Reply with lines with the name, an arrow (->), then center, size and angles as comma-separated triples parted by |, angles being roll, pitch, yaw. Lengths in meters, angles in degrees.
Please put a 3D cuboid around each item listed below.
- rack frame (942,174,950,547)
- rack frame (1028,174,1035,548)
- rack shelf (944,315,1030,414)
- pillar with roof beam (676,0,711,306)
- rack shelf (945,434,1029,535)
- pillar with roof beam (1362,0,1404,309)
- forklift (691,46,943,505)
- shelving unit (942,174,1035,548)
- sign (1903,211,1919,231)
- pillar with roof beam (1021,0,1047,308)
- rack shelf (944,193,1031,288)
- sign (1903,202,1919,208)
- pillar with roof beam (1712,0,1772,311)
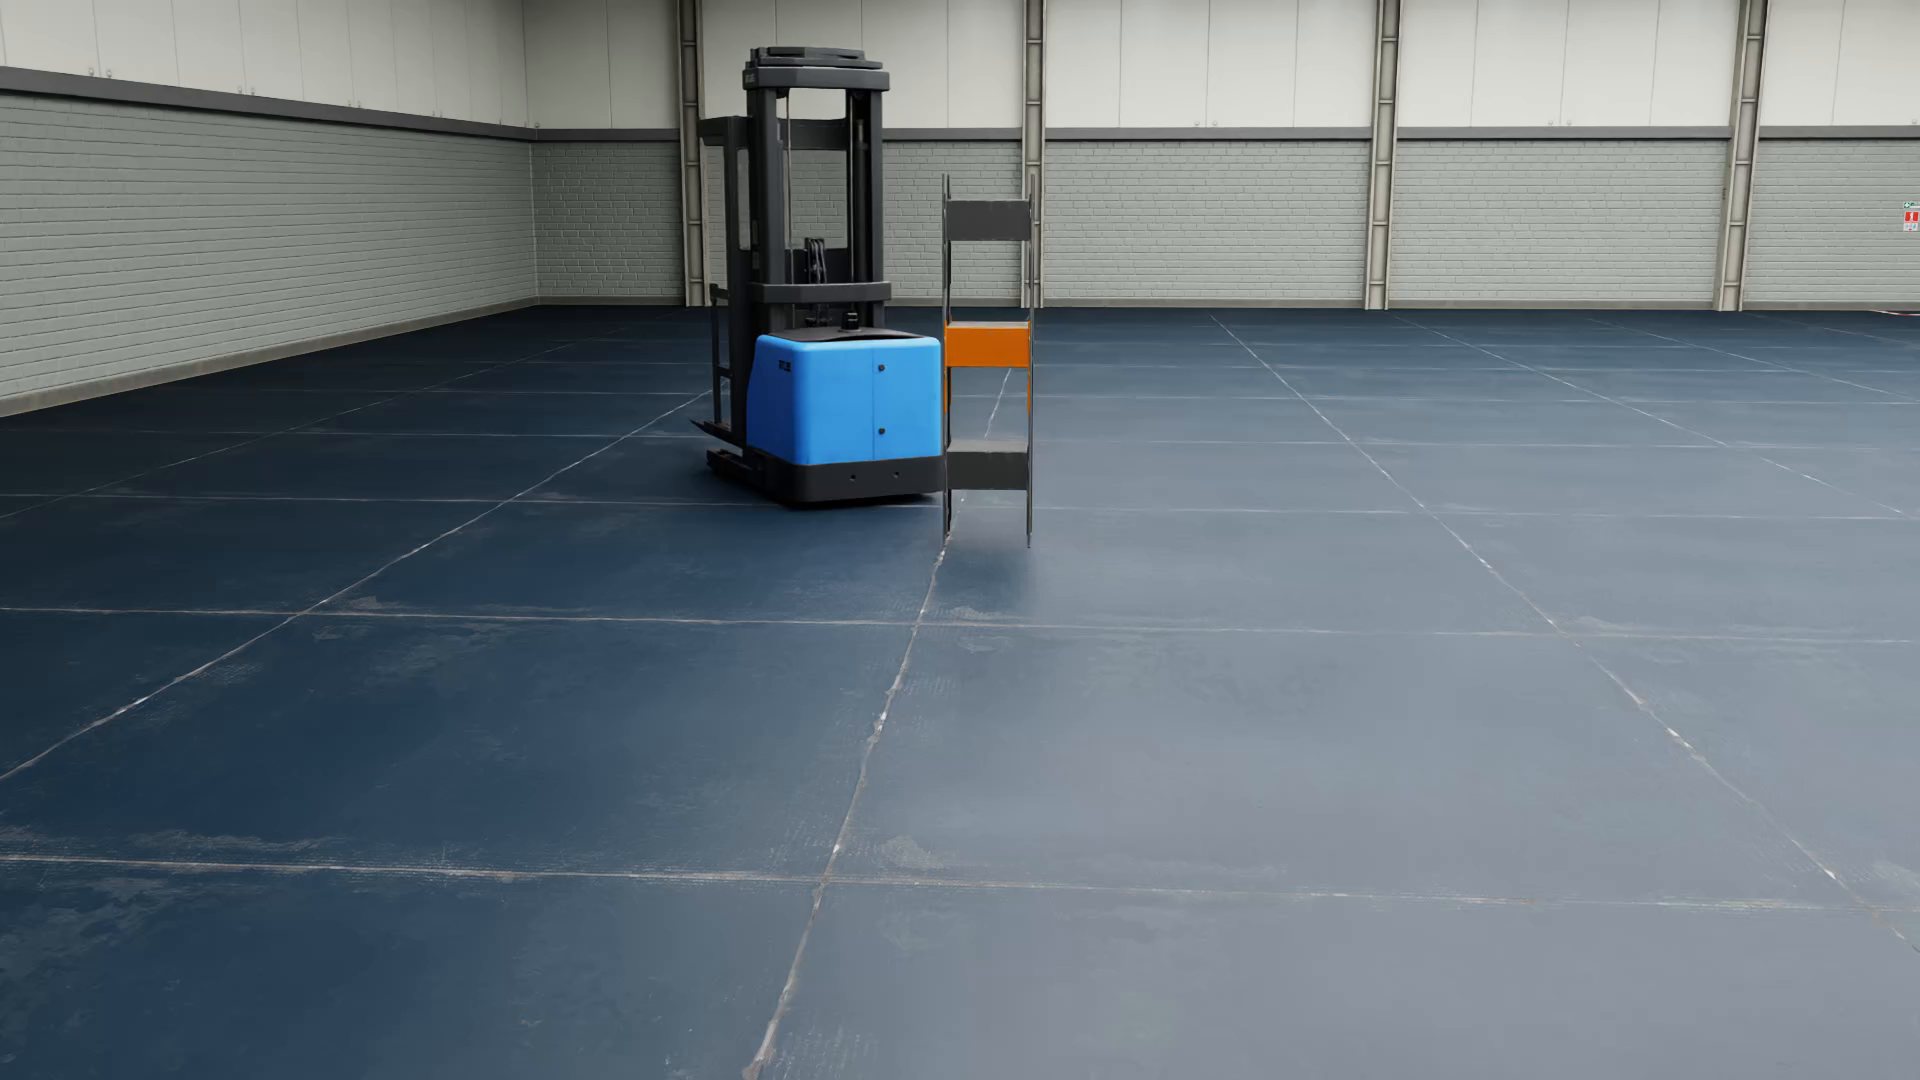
rack frame -> -0.078, -1.029, 9.558 | 0.015, 2.100, 0.400 | 1, 12, 4
rack frame -> 0.409, -1.022, 9.526 | 0.015, 2.100, 0.400 | 1, 12, 4
rack shelf -> 0.165, -1.012, 9.545 | 0.480, 0.518, 0.431 | 1, 12, 4
pillar with roof beam -> -4.992, -7.741, 24.796 | 0.400, 9.000, 9.100 | 1, 12, 4
rack shelf -> 0.165, -0.327, 9.688 | 0.480, 0.518, 0.431 | 1, 12, 4
pillar with roof beam -> 6.981, -7.577, 24.011 | 0.400, 9.000, 9.100 | 1, 12, 4
forklift -> -1.194, -1.922, 11.799 | 1.130, 2.935, 3.031 | -5, 13, -25
shelving unit -> 0.165, -1.025, 9.542 | 0.503, 2.100, 0.431 | 1, 12, 4
sign -> 16.234, -5.443, 28.377 | 0.234, 0.329, 0.001 | 1, 12, 4
pillar with roof beam -> 0.994, -7.659, 24.404 | 0.400, 9.000, 9.100 | 1, 12, 4
rack shelf -> 0.165, -1.697, 9.402 | 0.480, 0.518, 0.431 | 1, 12, 4
sign -> 16.238, -5.701, 28.314 | 0.331, 0.109, 0.001 | 1, 12, 4
pillar with roof beam -> 12.967, -7.495, 23.619 | 0.400, 9.000, 9.100 | 1, 12, 4
